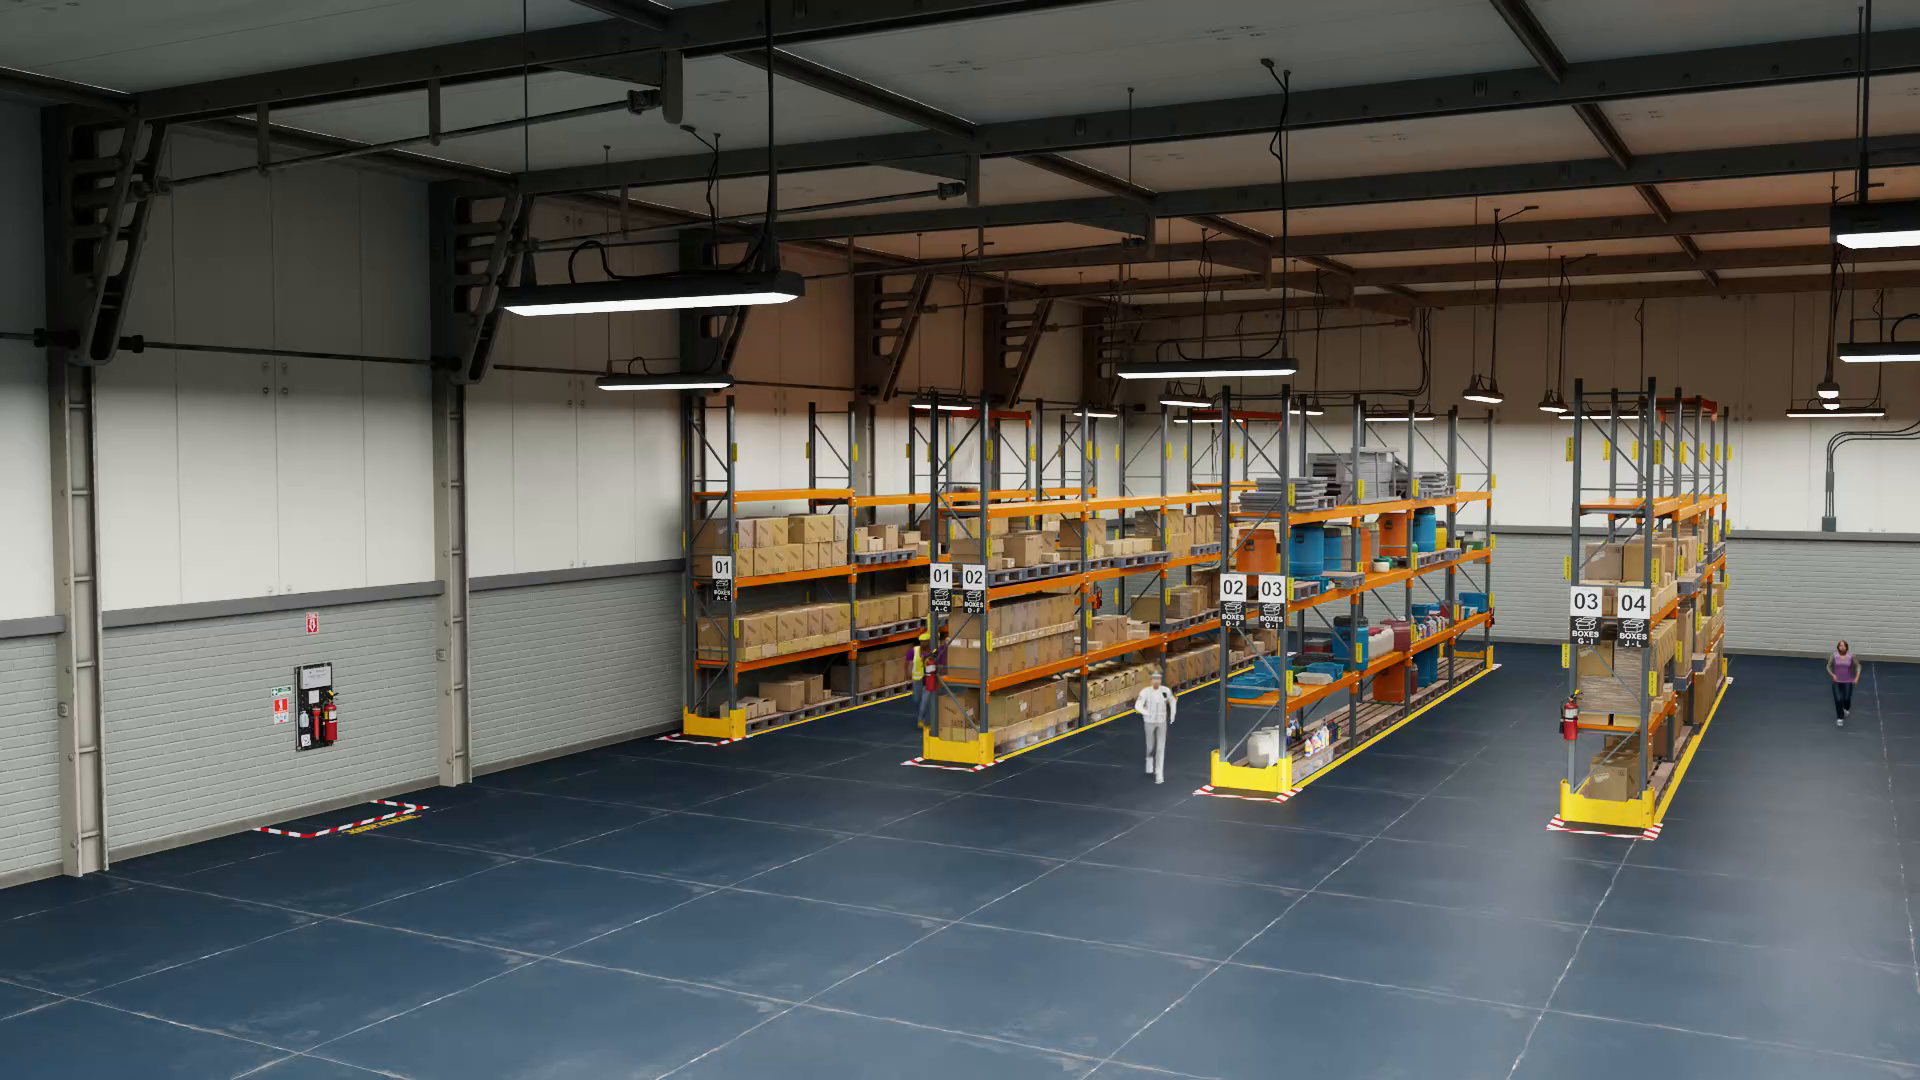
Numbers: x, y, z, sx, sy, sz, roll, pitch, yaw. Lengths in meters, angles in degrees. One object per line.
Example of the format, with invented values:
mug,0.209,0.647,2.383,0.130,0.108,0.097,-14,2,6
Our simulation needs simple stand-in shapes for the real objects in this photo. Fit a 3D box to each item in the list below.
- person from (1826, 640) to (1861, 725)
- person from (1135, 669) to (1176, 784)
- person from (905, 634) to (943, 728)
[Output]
person,16.234,2.634,30.572,0.574,1.543,0.565,2,3,28
person,3.007,2.820,25.512,0.649,1.706,0.817,0,3,-3
person,-0.666,2.561,30.477,0.741,1.717,0.698,1,3,12
